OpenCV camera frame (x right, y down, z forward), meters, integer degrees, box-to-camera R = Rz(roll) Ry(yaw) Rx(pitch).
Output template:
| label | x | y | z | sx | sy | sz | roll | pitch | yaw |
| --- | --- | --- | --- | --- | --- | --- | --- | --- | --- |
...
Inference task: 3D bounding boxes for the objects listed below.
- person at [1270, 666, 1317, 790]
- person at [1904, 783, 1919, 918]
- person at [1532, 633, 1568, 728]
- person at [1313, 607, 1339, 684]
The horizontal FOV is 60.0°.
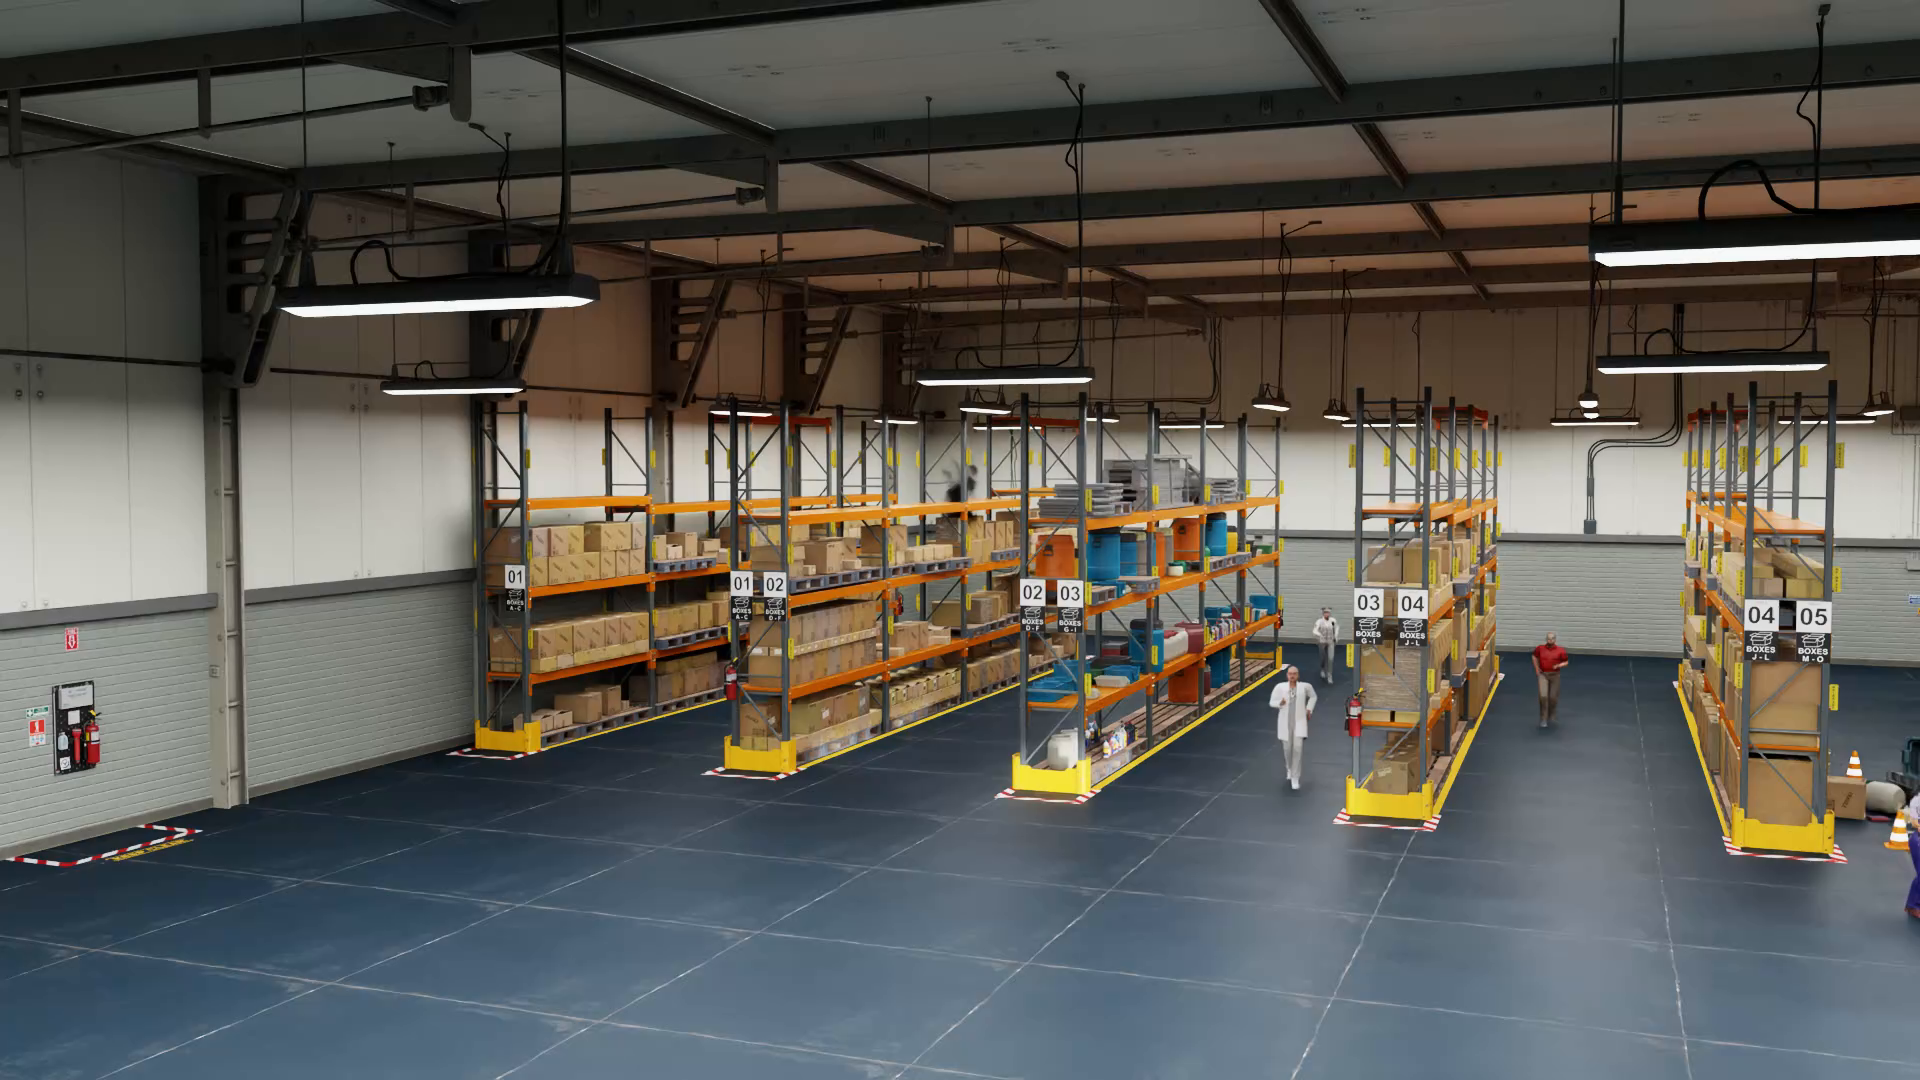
| label | x | y | z | sx | sy | sz | roll | pitch | yaw |
| --- | --- | --- | --- | --- | --- | --- | --- | --- | --- |
| person | 5.103 | 2.848 | 25.532 | 0.690 | 1.819 | 0.910 | 1 | 3 | 18 |
| person | 10.569 | 3.318 | 18.026 | 0.584 | 1.596 | 0.593 | -1 | 3 | -20 |
| person | 11.082 | 2.635 | 31.247 | 0.644 | 1.796 | 0.739 | 1 | 3 | 19 |
| person | 8.257 | 2.338 | 37.508 | 0.585 | 1.700 | 0.904 | 0 | 3 | 9 |
